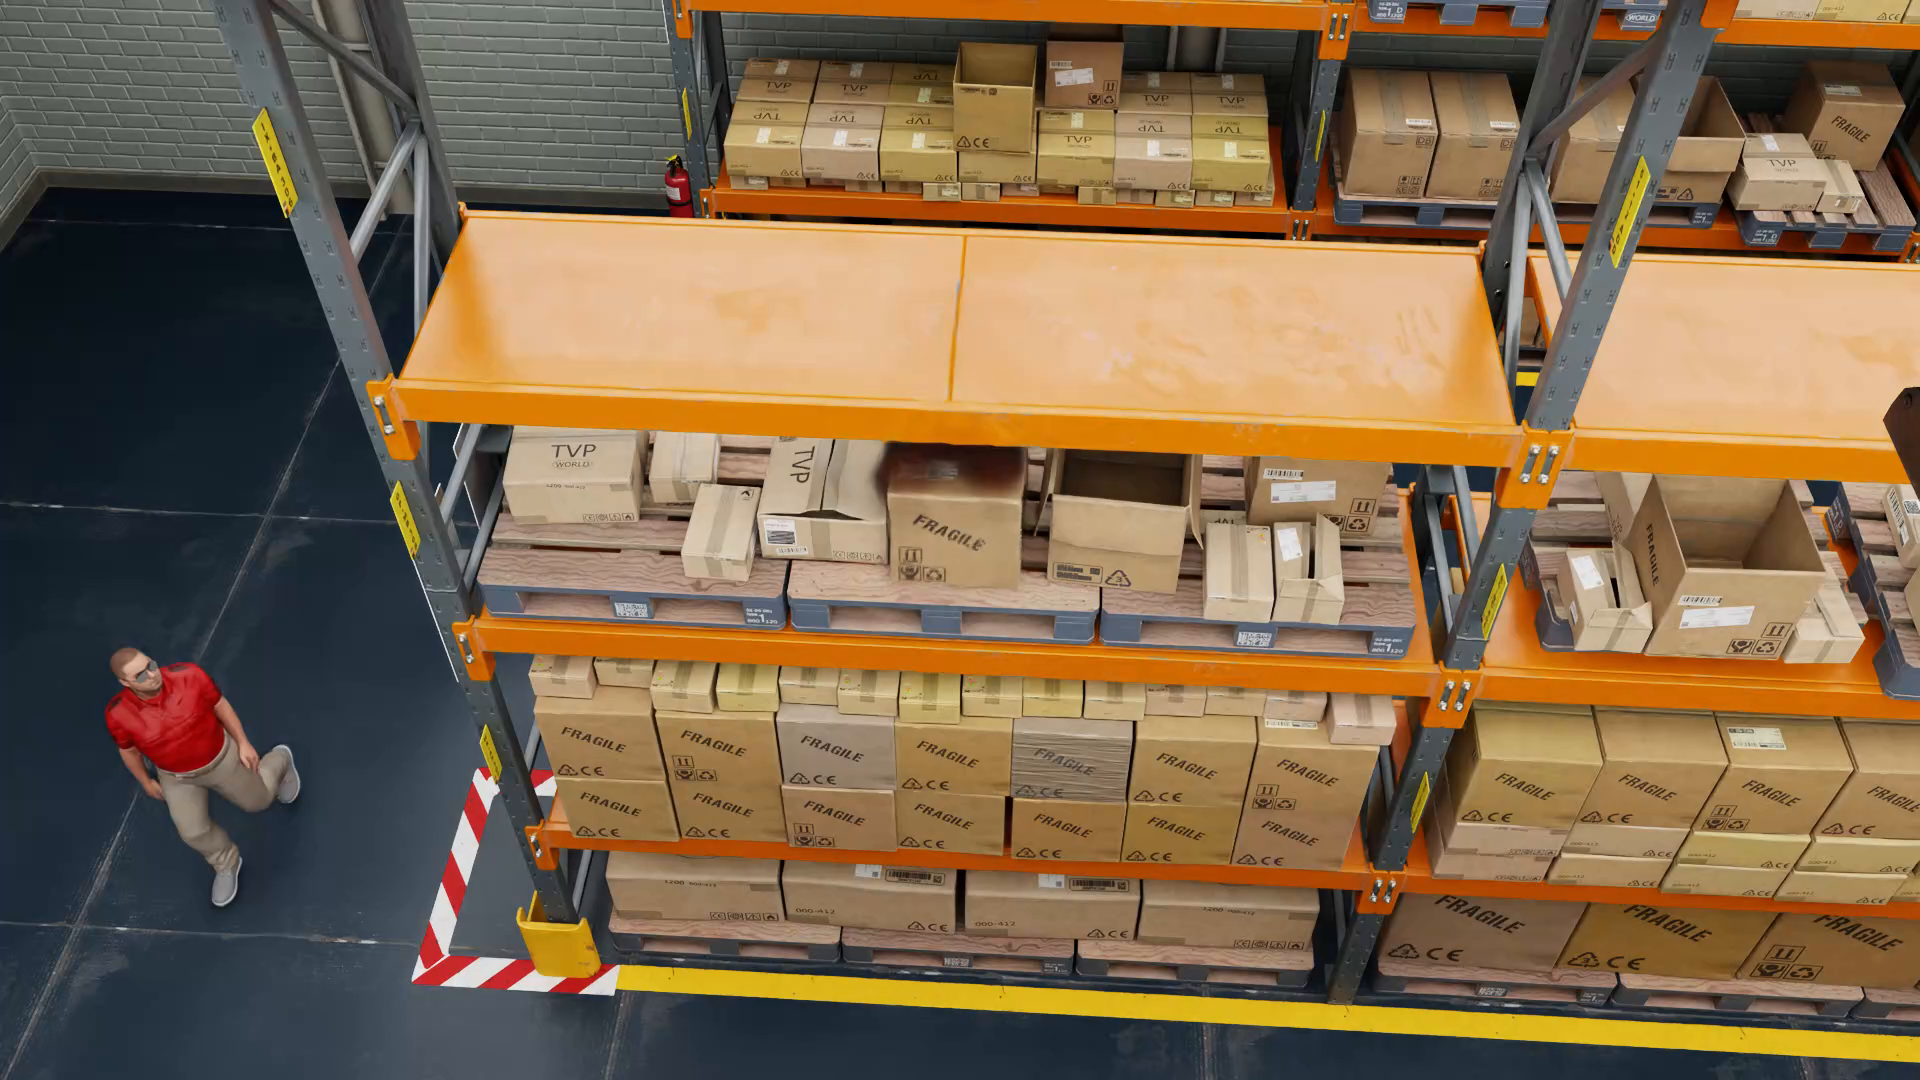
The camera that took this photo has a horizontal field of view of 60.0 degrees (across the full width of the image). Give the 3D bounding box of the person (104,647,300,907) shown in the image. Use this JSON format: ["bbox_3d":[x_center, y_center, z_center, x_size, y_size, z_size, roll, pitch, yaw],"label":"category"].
[{"bbox_3d":[-3.945,1.092,8.601,0.579,1.674,0.876,-3,48,-2],"label":"person"}]
